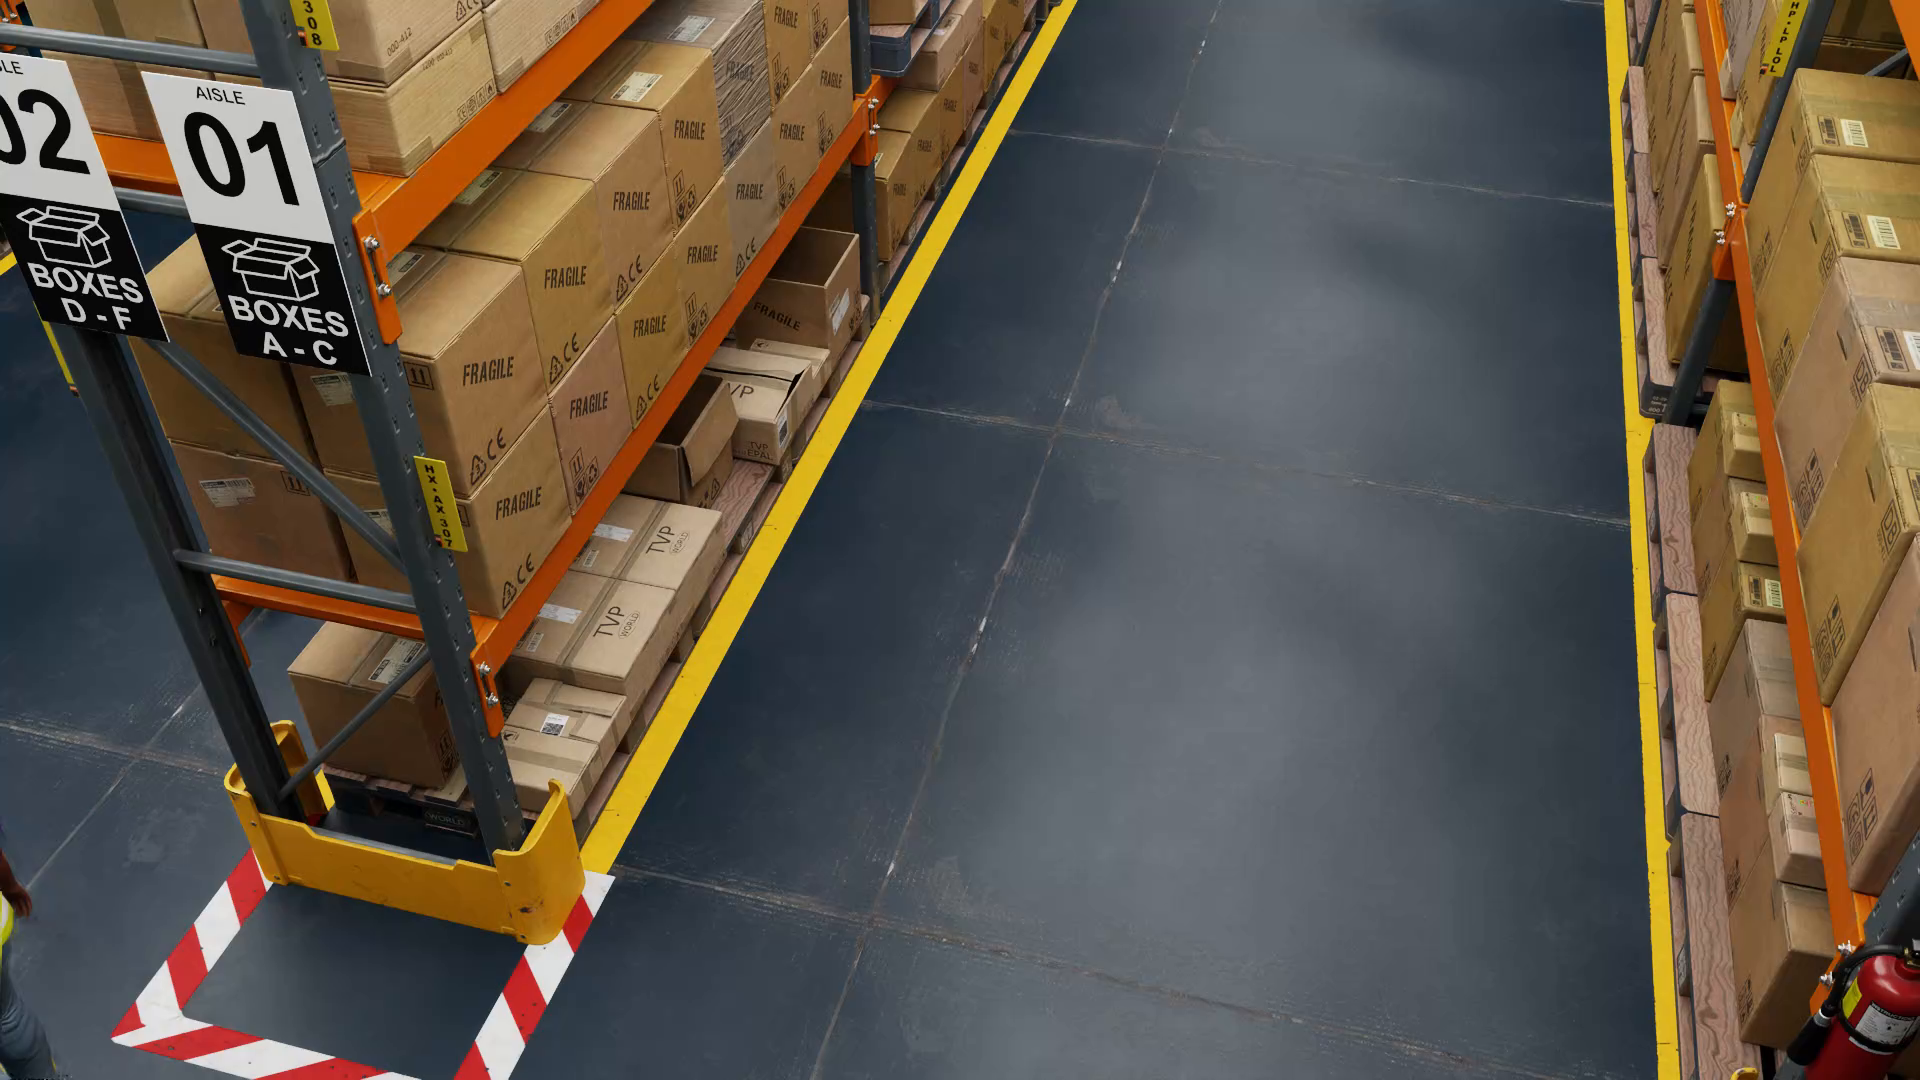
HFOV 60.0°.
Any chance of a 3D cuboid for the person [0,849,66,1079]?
[{"bbox_3d":[-2.860,1.202,4.735,0.659,1.750,0.634,14,43,16],"label":"person"}]
